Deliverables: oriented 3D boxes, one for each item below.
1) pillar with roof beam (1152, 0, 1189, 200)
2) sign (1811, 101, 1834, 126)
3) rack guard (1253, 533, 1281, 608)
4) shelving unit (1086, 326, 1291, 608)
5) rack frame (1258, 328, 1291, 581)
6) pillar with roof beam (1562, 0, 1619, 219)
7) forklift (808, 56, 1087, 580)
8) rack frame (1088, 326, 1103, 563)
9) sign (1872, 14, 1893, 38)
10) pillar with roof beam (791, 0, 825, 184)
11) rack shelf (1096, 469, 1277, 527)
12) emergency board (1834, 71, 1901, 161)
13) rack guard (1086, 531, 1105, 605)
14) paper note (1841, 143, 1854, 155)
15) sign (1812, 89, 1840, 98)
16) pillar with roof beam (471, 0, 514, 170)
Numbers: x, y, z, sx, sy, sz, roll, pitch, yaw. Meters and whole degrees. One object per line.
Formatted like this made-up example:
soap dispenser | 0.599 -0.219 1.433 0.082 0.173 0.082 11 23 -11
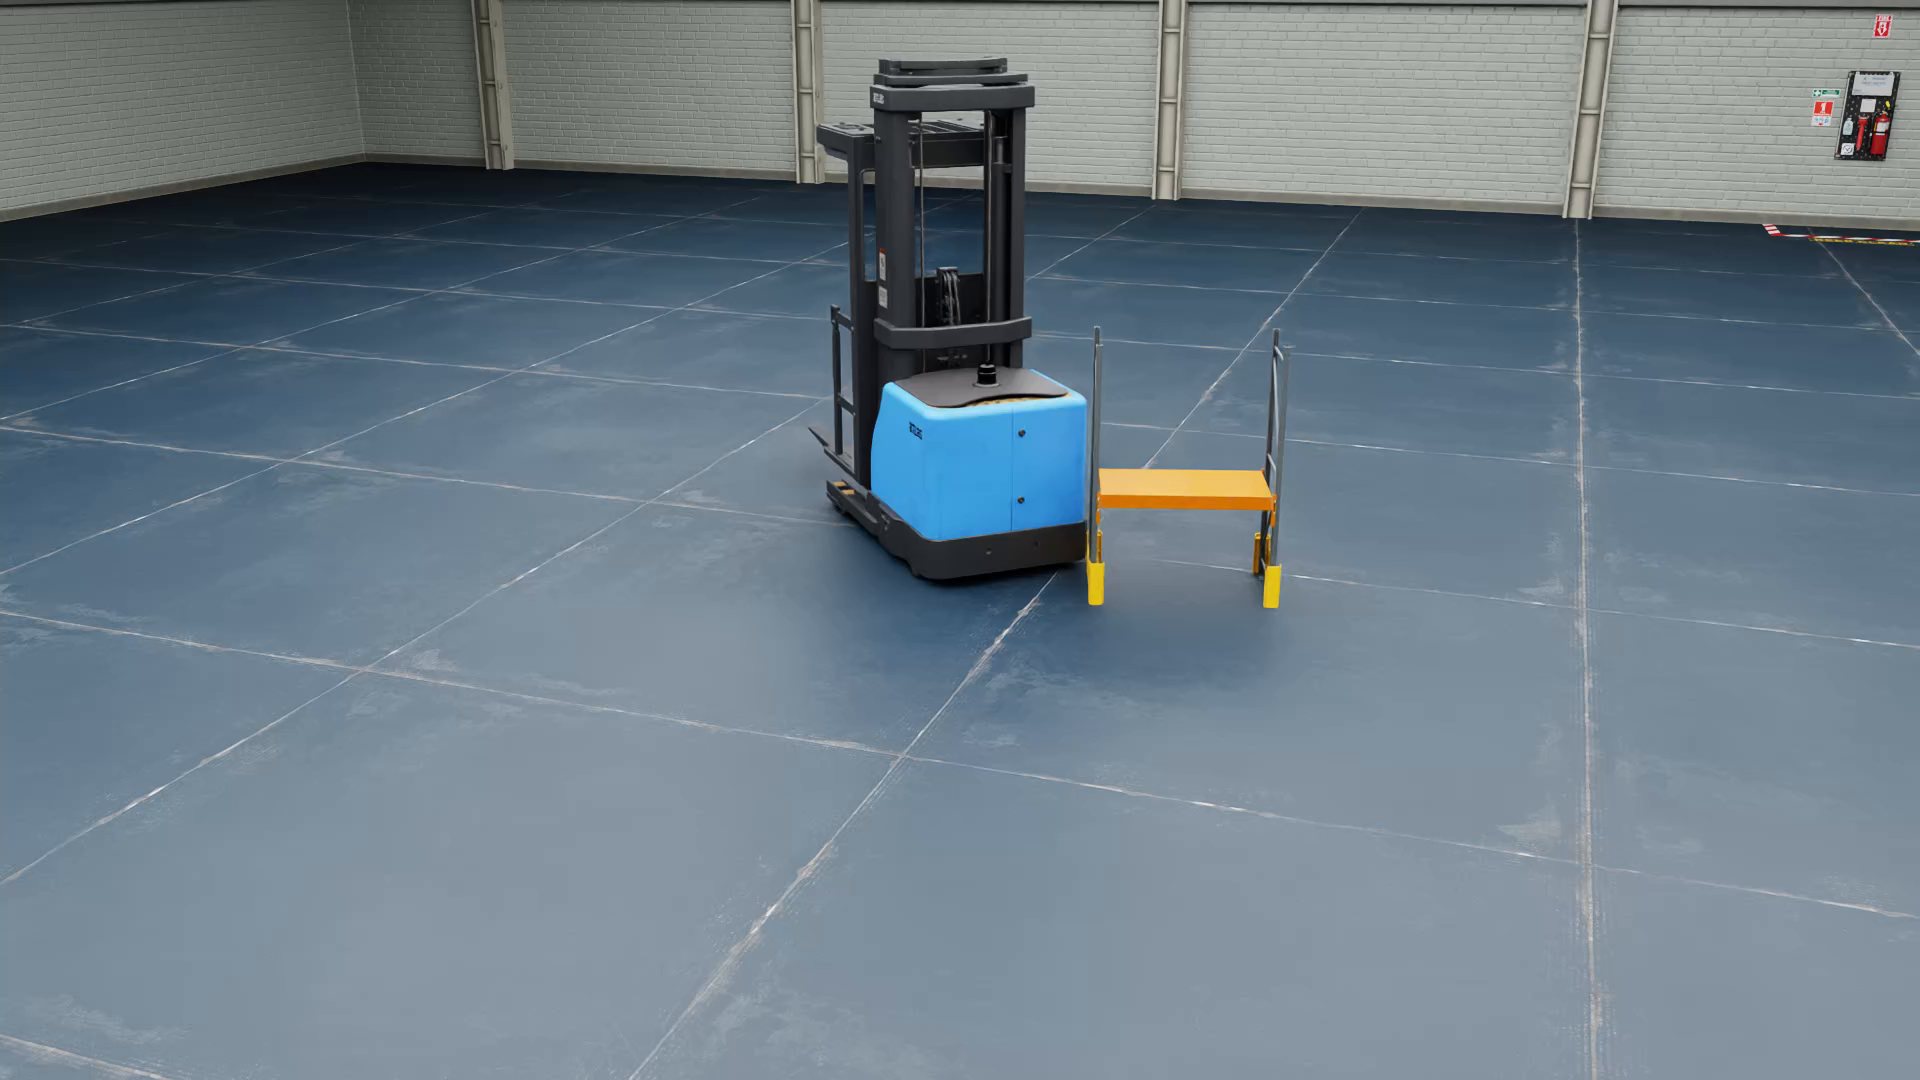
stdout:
pillar with roof beam | 1.782 -8.200 20.428 0.400 9.000 9.100 7 20 18
sign | 11.720 -5.797 22.594 0.234 0.329 0.001 7 20 18
rack guard | 1.788 0.173 9.699 0.087 0.250 0.587 1 19 3
shelving unit | 1.290 -0.425 9.516 1.083 1.500 0.587 1 19 3
rack frame | 1.789 -0.417 9.493 0.032 1.500 0.500 1 19 3
pillar with roof beam | 7.450 -7.552 18.569 0.400 9.000 9.100 7 20 18
forklift | -0.253 -1.601 10.716 1.130 2.935 3.031 -7 21 -20
rack frame | 0.773 -0.433 9.540 0.032 1.500 0.500 1 19 3
sign | 12.234 -6.815 22.047 0.199 0.298 0.001 7 20 18
pillar with roof beam | -3.885 -8.848 22.288 0.400 9.000 9.100 7 20 18
rack shelf | 1.281 -0.255 9.576 1.000 0.185 0.538 1 19 3
emergency board | 12.209 -5.688 22.337 0.643 1.169 0.194 7 20 18
rack guard | 0.793 0.157 9.745 0.087 0.250 0.587 1 19 3
paper note | 12.064 -5.313 22.598 0.142 0.148 0.016 7 20 18
sign | 11.722 -6.044 22.498 0.331 0.109 0.001 7 20 18
pillar with roof beam | -9.553 -9.496 24.147 0.400 9.000 9.100 7 20 18
